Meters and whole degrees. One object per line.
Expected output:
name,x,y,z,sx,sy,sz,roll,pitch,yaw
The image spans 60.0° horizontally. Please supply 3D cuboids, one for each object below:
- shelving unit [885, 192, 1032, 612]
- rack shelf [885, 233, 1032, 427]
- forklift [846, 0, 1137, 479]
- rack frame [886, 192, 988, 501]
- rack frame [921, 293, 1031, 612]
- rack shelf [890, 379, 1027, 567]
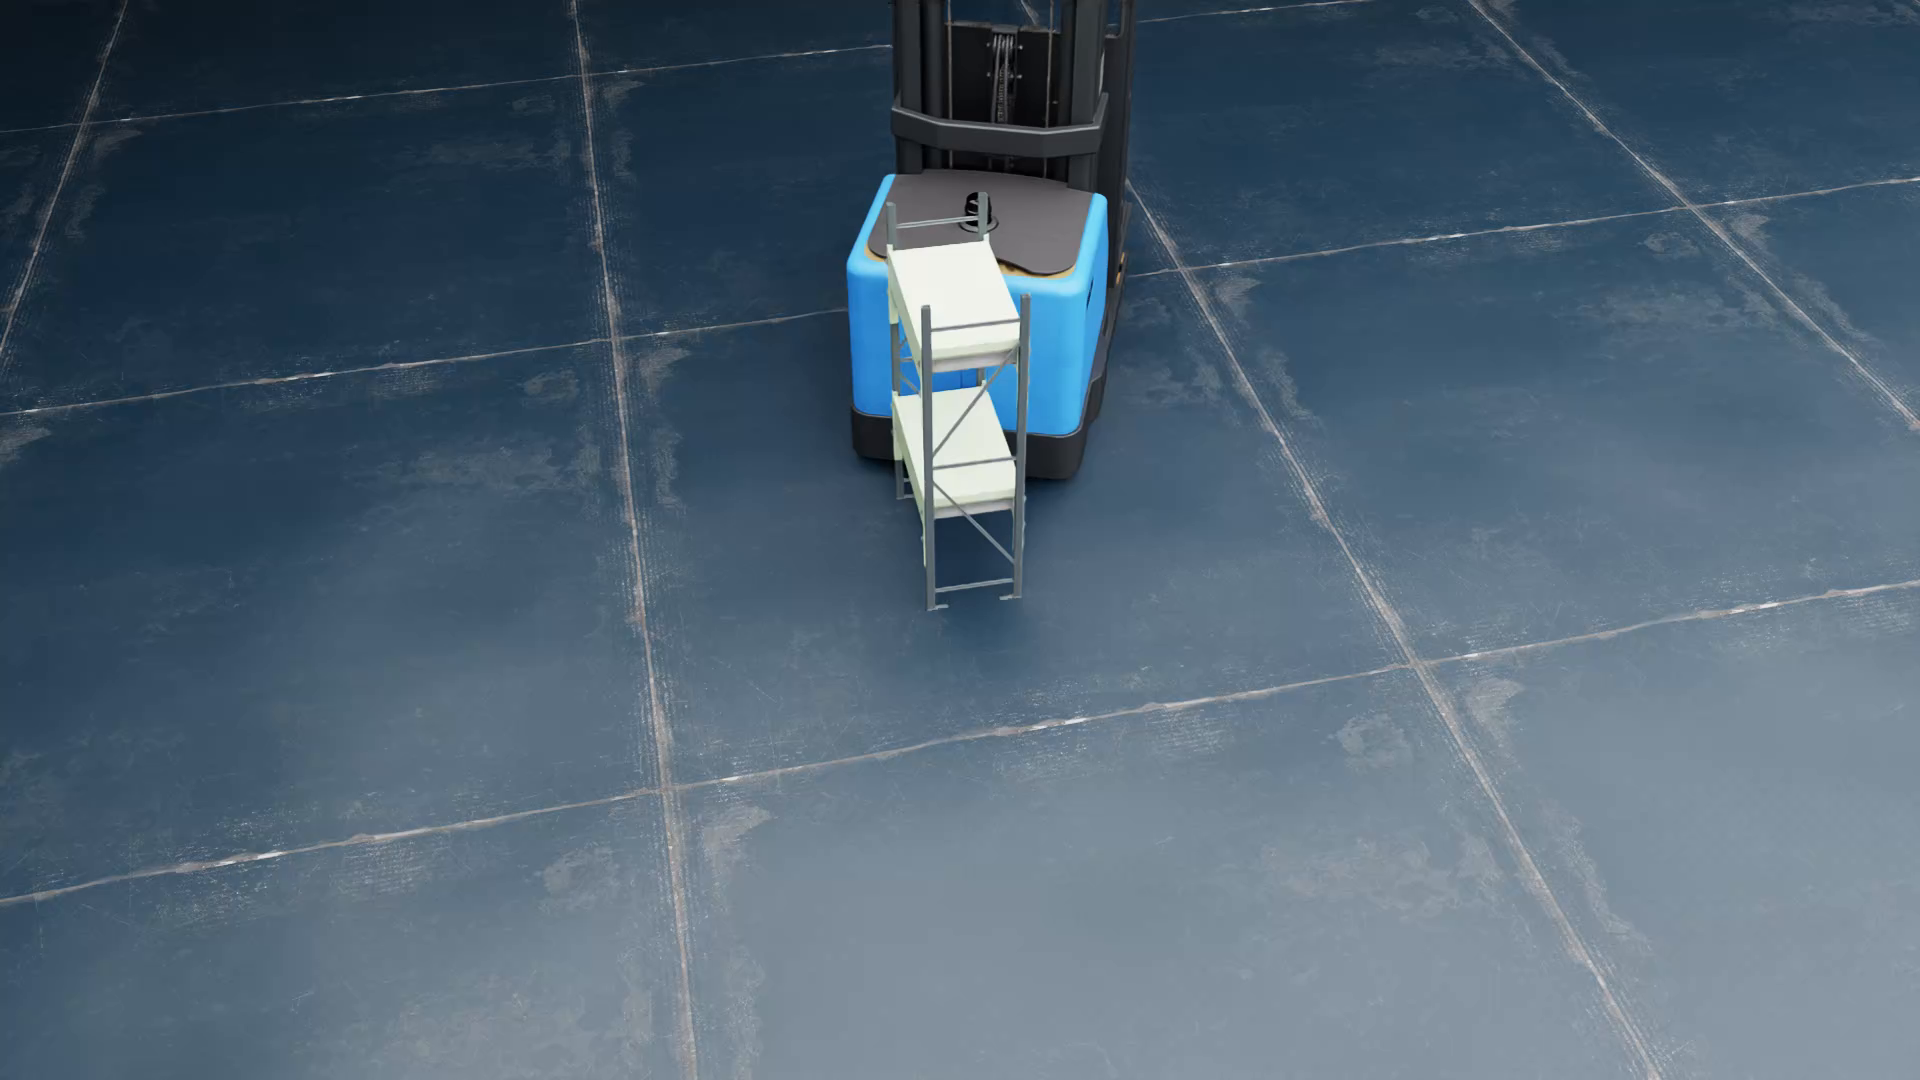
shelving unit,-0.016,-0.533,6.721,0.431,1.500,0.755,-8,42,-9
rack shelf,-0.016,-0.825,6.462,0.431,0.370,0.720,-8,42,-9
forklift,0.282,-2.353,7.693,1.130,2.935,3.031,7,42,8
rack frame,-0.090,-0.771,6.989,0.400,1.500,0.023,-8,42,-9
rack frame,0.058,-0.295,6.453,0.400,1.500,0.023,-8,42,-9
rack shelf,-0.016,-0.290,6.938,0.431,0.370,0.720,-8,42,-9
